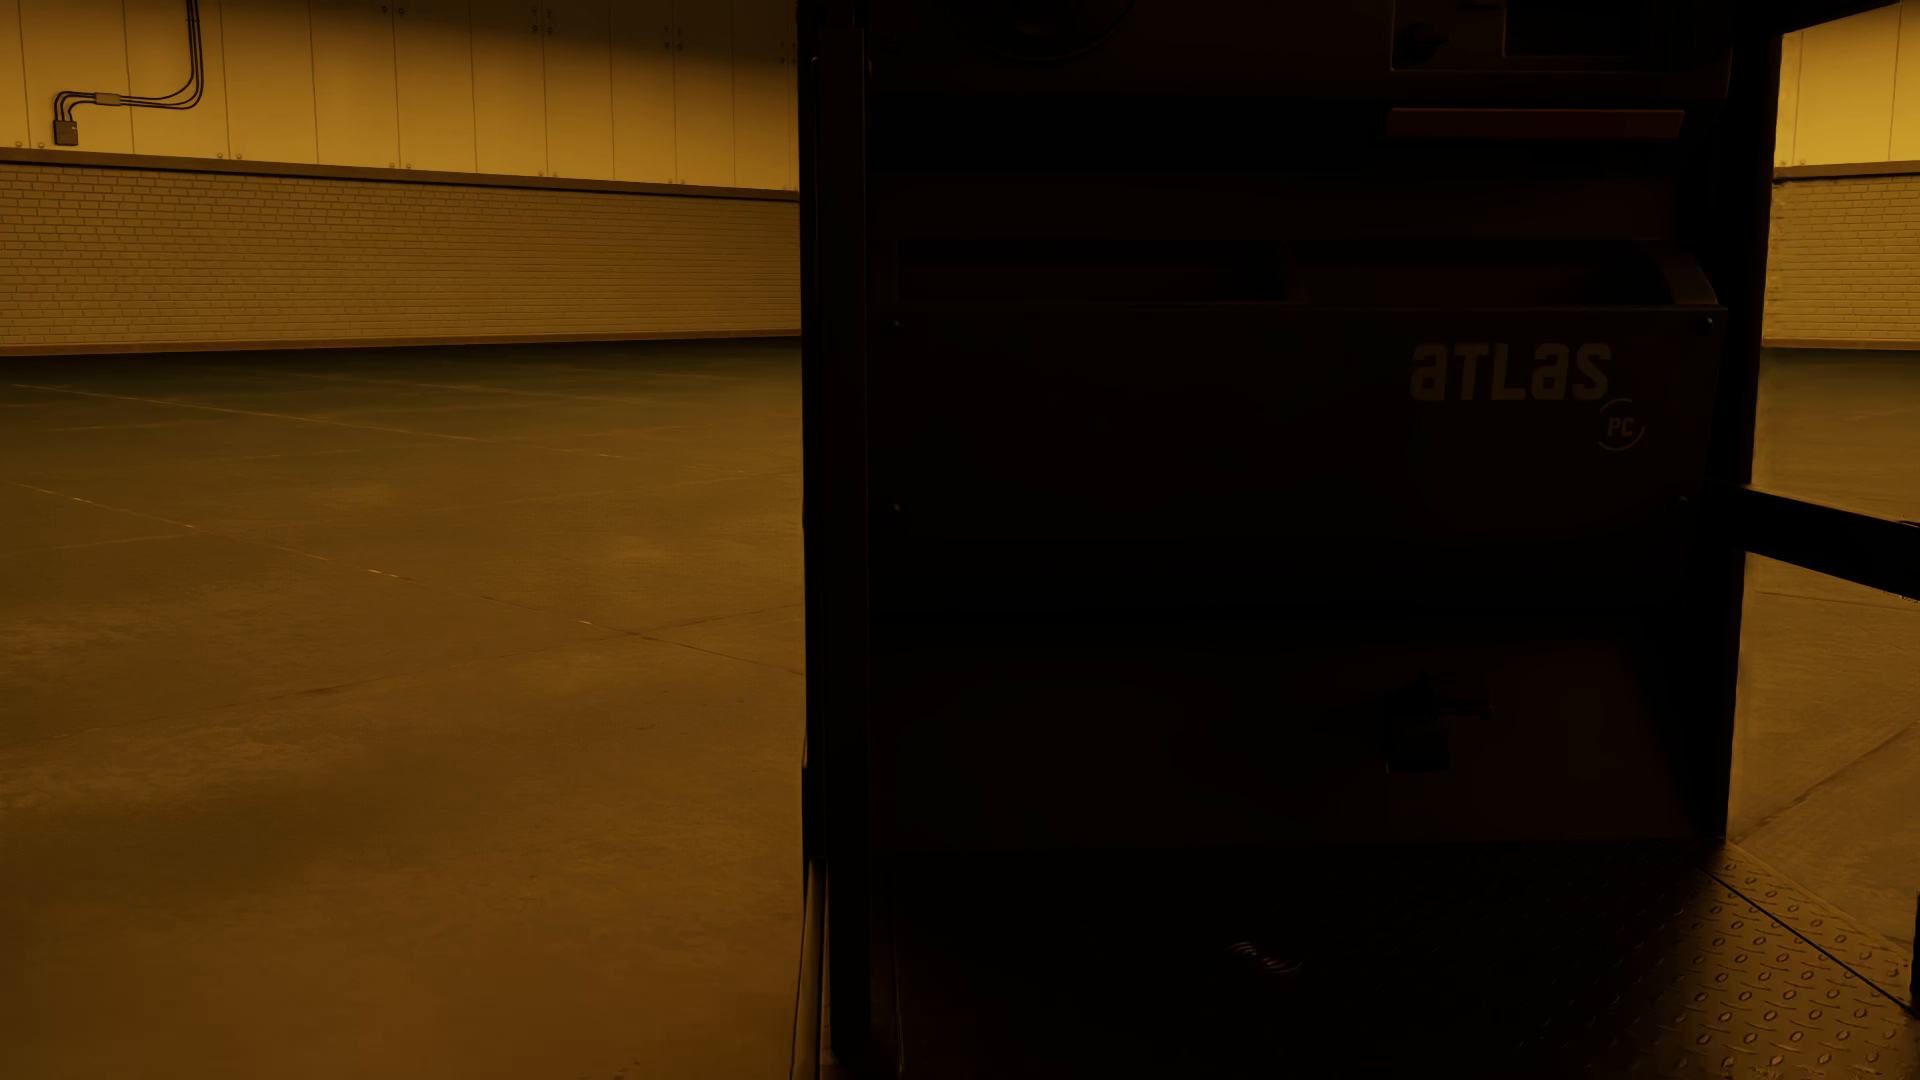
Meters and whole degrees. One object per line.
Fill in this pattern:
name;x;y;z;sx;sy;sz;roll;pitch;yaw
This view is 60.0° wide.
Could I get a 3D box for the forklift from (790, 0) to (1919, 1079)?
forklift;0.381;-0.707;1.567;1.130;2.935;3.031;-1;9;-4
